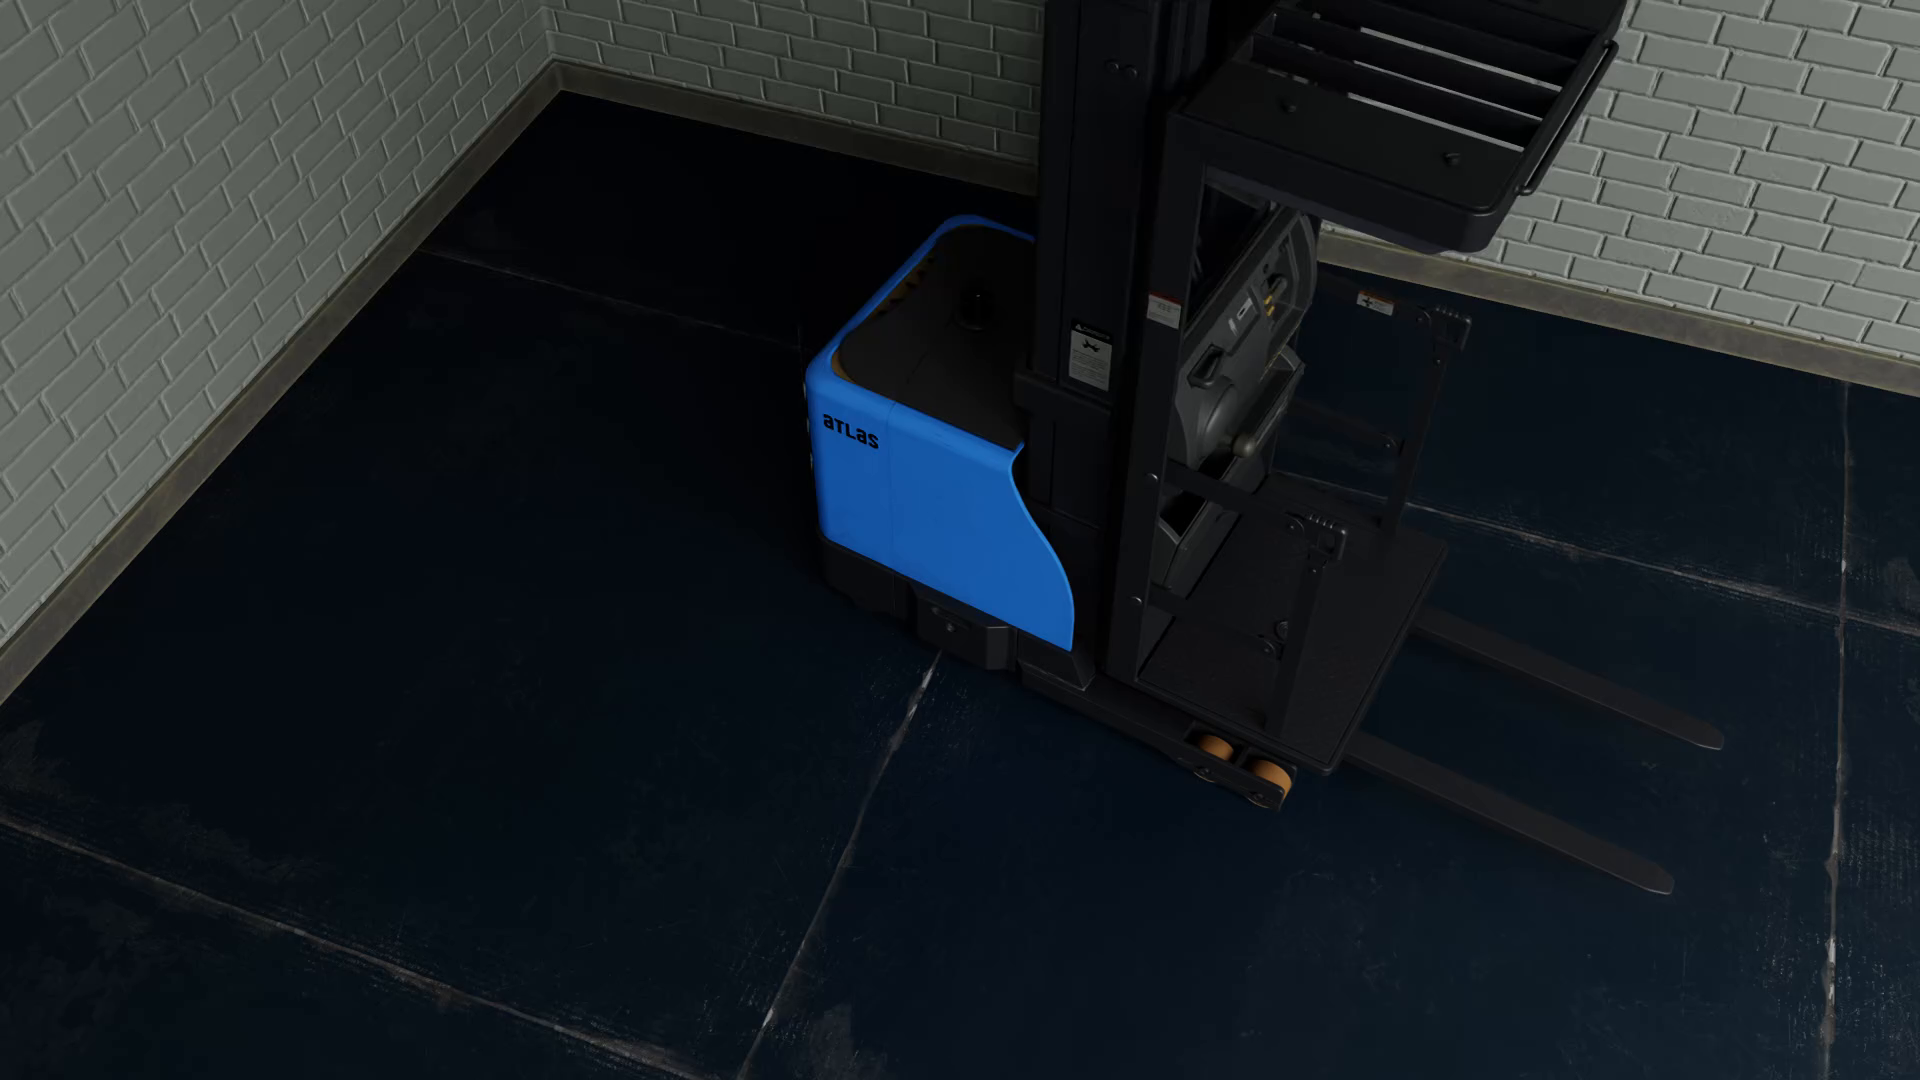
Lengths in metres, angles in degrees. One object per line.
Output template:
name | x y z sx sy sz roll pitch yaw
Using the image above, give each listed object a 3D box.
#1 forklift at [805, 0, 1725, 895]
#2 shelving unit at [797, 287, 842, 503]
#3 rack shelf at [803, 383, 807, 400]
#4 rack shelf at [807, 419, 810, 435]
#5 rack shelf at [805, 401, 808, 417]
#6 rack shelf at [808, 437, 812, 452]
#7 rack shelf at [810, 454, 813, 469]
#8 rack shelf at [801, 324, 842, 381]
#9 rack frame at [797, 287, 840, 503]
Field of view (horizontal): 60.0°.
forklift | 1.015 -0.542 4.780 3.031 2.935 1.130 24 53 20
shelving unit | -0.406 -0.474 6.065 0.210 0.900 0.258 24 53 20
rack shelf | -0.406 -0.570 5.954 0.200 0.077 0.258 24 53 20
rack shelf | -0.406 -0.452 6.090 0.200 0.077 0.258 24 53 20
rack shelf | -0.406 -0.511 6.022 0.200 0.077 0.258 24 53 20
rack shelf | -0.406 -0.393 6.159 0.200 0.077 0.258 24 53 20
rack shelf | -0.406 -0.334 6.227 0.200 0.077 0.258 24 53 20
rack shelf | -0.406 -0.629 5.886 0.200 0.077 0.258 24 53 20
rack frame | -0.494 -0.513 6.099 0.006 0.900 0.240 24 53 20
